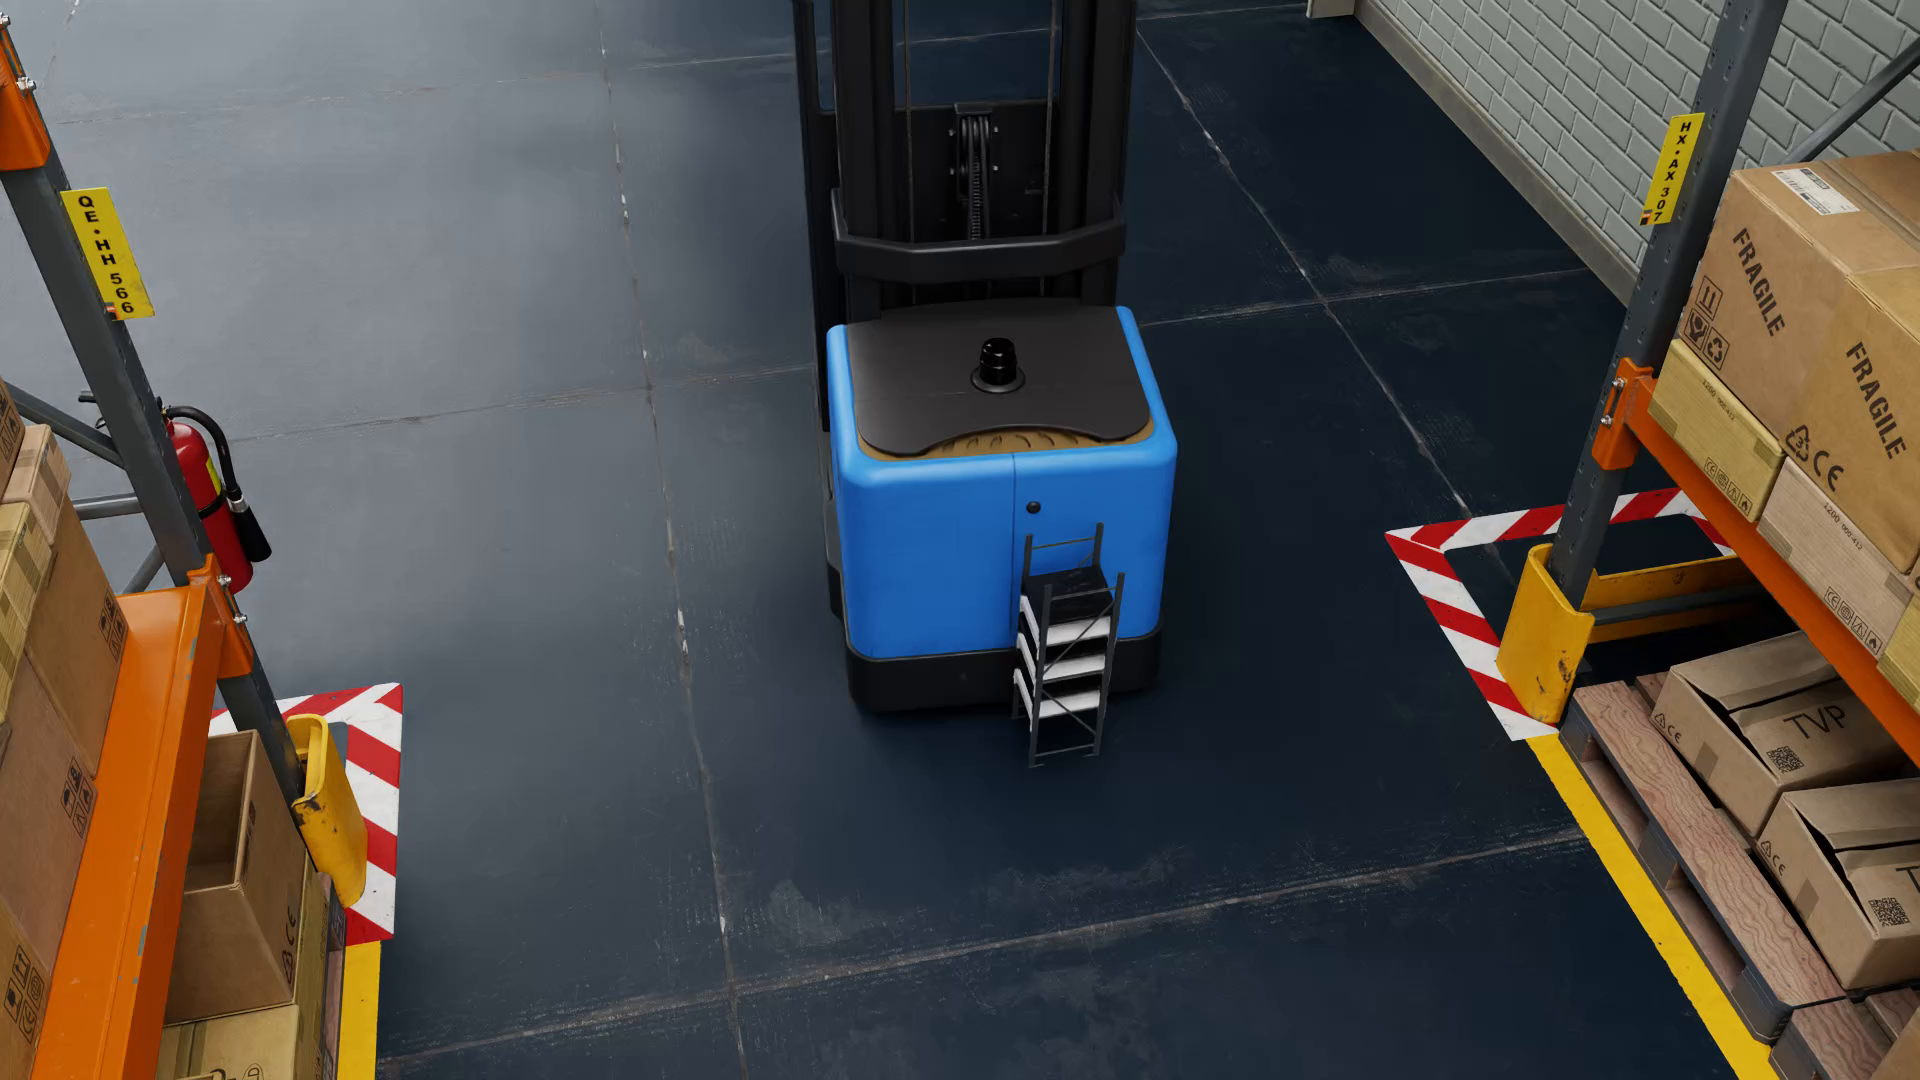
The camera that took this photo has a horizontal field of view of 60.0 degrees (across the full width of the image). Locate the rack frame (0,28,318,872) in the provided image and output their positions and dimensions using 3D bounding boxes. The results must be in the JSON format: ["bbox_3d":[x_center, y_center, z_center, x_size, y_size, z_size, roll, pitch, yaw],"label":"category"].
[{"bbox_3d":[-2.399,-0.032,4.026,1.000,3.000,0.127,-8,42,-9],"label":"rack frame"}]

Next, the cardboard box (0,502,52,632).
[{"bbox_3d":[-2.073,0.078,3.338,0.380,0.149,0.250,-7,42,-8],"label":"cardboard box"}]

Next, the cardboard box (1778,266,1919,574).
[{"bbox_3d":[2.344,-0.301,3.863,0.500,0.500,0.500,-8,42,-9],"label":"cardboard box"}]

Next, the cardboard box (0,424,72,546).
[{"bbox_3d":[-2.130,-0.091,3.529,0.380,0.149,0.250,-9,42,-10],"label":"cardboard box"}]

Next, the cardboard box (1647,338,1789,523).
[{"bbox_3d":[2.232,-0.333,4.464,0.500,0.250,0.500,-9,42,-11],"label":"cardboard box"}]

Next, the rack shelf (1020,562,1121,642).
[{"bbox_3d":[0.330,0.185,4.996,0.258,0.077,0.200,-9,48,-10],"label":"rack shelf"}]

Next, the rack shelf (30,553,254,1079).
[{"bbox_3d":[-1.967,1.534,2.804,1.077,0.370,4.000,-8,42,-9],"label":"rack shelf"}]

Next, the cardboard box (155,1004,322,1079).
[{"bbox_3d":[-1.875,1.467,4.092,0.500,0.250,0.500,-8,42,-9],"label":"cardboard box"}]

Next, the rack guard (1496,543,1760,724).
[{"bbox_3d":[2.454,0.240,5.603,1.175,0.500,0.348,-8,42,-9],"label":"rack guard"}]

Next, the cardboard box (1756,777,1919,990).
[{"bbox_3d":[2.622,0.928,4.639,0.500,0.311,0.500,-5,42,-6],"label":"cardboard box"}]

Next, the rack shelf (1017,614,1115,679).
[{"bbox_3d":[0.325,0.307,5.128,0.258,0.077,0.200,-9,48,-10],"label":"rack shelf"}]

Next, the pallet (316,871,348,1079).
[{"bbox_3d":[-2.193,1.501,4.400,1.003,0.211,1.213,-8,42,-9],"label":"pallet"}]

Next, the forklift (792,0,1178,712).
[{"bbox_3d":[-0.013,-1.505,5.737,1.130,2.935,3.031,-4,42,-5],"label":"forklift"}]

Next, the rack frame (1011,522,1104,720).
[{"bbox_3d":[0.299,0.272,5.236,0.240,0.900,0.006,-9,48,-10],"label":"rack frame"}]

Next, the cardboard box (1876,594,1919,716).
[{"bbox_3d":[2.463,0.332,3.714,0.500,0.250,0.500,-9,42,-10],"label":"cardboard box"}]

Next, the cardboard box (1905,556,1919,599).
[{"bbox_3d":[2.449,0.034,3.485,0.500,0.500,0.500,-10,42,-11],"label":"cardboard box"}]

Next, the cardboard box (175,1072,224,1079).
[{"bbox_3d":[-1.762,1.510,3.479,0.500,0.500,0.500,-8,42,-9],"label":"cardboard box"}]

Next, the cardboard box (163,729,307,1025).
[{"bbox_3d":[-1.993,0.864,4.207,0.500,0.500,0.500,-8,42,-9],"label":"cardboard box"}]

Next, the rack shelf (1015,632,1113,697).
[{"bbox_3d":[0.323,0.368,5.194,0.258,0.077,0.200,-9,48,-10],"label":"rack shelf"}]

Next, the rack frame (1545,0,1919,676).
[{"bbox_3d":[2.437,-0.744,4.828,1.000,3.000,0.127,-8,42,-9],"label":"rack frame"}]

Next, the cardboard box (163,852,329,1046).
[{"bbox_3d":[-1.995,1.145,4.456,0.500,0.250,0.500,-8,42,-9],"label":"cardboard box"}]

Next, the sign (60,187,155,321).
[{"bbox_3d":[-1.866,-0.622,3.641,0.100,0.325,0.005,-8,42,-9],"label":"sign"}]

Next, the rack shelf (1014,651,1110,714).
[{"bbox_3d":[0.321,0.429,5.261,0.258,0.077,0.200,-9,48,-10],"label":"rack shelf"}]

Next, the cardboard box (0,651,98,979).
[{"bbox_3d":[-2.193,0.575,3.267,0.700,0.500,0.500,-7,42,-8],"label":"cardboard box"}]

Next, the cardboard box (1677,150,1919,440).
[{"bbox_3d":[2.247,-0.623,4.226,0.500,0.500,0.500,-8,42,-9],"label":"cardboard box"}]

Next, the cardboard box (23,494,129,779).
[{"bbox_3d":[-2.311,0.235,3.650,0.700,0.500,0.500,-8,42,-9],"label":"cardboard box"}]

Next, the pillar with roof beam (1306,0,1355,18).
[{"bbox_3d":[-2.066,-5.930,6.152,9.100,9.000,0.400,-8,42,-9],"label":"pillar with roof beam"}]

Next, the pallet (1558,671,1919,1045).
[{"bbox_3d":[2.594,0.880,5.100,1.003,0.211,1.213,-8,42,-9],"label":"pallet"}]

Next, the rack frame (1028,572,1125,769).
[{"bbox_3d":[0.348,0.418,5.103,0.240,0.900,0.006,-9,48,-10],"label":"rack frame"}]

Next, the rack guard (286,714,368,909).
[{"bbox_3d":[-2.404,0.888,4.873,1.175,0.500,0.348,-8,42,-9],"label":"rack guard"}]

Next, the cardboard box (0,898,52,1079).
[{"bbox_3d":[-2.091,0.898,2.904,0.700,0.500,0.500,-8,42,-9],"label":"cardboard box"}]

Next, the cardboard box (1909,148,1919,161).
[{"bbox_3d":[2.746,-0.701,4.313,0.500,0.500,0.500,-9,42,-10],"label":"cardboard box"}]

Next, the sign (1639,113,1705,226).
[{"bbox_3d":[1.907,-0.990,4.453,0.100,0.325,0.005,-8,42,-9],"label":"sign"}]

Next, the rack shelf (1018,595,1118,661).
[{"bbox_3d":[0.327,0.246,5.062,0.258,0.077,0.200,-9,48,-10],"label":"rack shelf"}]

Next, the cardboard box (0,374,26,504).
[{"bbox_3d":[-2.299,-0.215,3.181,0.700,0.500,0.500,-8,42,-9],"label":"cardboard box"}]

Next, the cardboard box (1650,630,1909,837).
[{"bbox_3d":[2.499,0.559,5.055,0.500,0.311,0.500,-13,43,-14],"label":"cardboard box"}]

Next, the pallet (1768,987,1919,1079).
[{"bbox_3d":[2.854,1.669,4.211,1.003,0.211,1.213,-8,42,-9],"label":"pallet"}]

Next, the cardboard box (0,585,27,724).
[{"bbox_3d":[-2.017,0.244,3.152,0.380,0.149,0.250,-9,42,-10],"label":"cardboard box"}]

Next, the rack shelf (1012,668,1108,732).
[{"bbox_3d":[0.318,0.490,5.327,0.258,0.077,0.200,-9,48,-10],"label":"rack shelf"}]

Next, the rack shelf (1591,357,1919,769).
[{"bbox_3d":[2.869,0.822,3.607,1.077,0.370,4.000,-8,42,-9],"label":"rack shelf"}]

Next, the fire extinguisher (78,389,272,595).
[{"bbox_3d":[-1.971,-0.146,4.213,0.296,0.674,0.183,-8,42,-9],"label":"fire extinguisher"}]

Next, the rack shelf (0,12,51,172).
[{"bbox_3d":[-1.967,0.412,1.809,1.077,0.370,4.000,-8,42,-9],"label":"rack shelf"}]

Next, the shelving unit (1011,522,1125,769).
[{"bbox_3d":[0.324,0.345,5.170,0.258,0.900,0.210,-9,48,-10],"label":"shelving unit"}]

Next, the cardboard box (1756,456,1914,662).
[{"bbox_3d":[2.358,0.001,4.087,0.500,0.250,0.500,-10,42,-11],"label":"cardboard box"}]
